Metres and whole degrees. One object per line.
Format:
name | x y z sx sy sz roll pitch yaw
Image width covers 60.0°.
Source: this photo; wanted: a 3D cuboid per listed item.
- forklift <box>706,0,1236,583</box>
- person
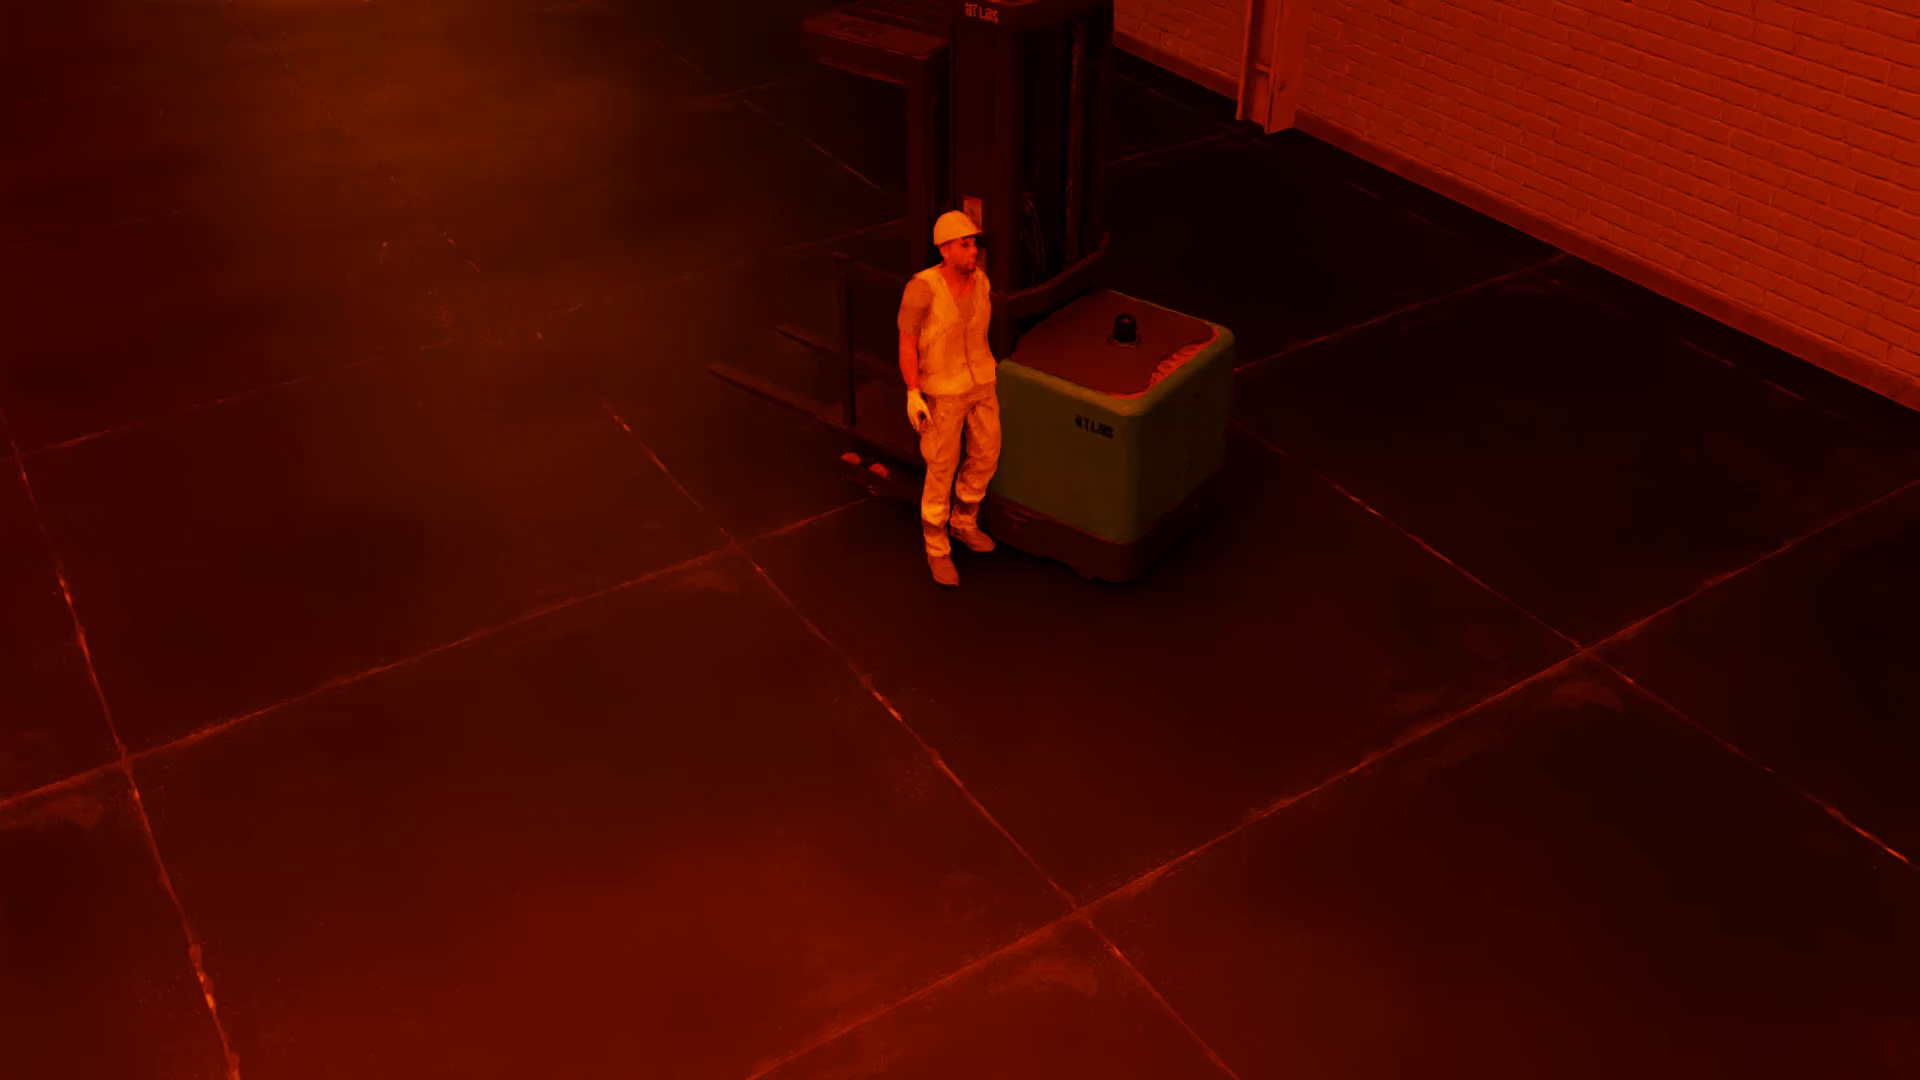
forklift | -0.083 -1.665 8.517 3.031 2.935 1.130 23 41 29
person | 0.030 -0.704 8.122 0.637 1.781 0.579 -21 40 -27
